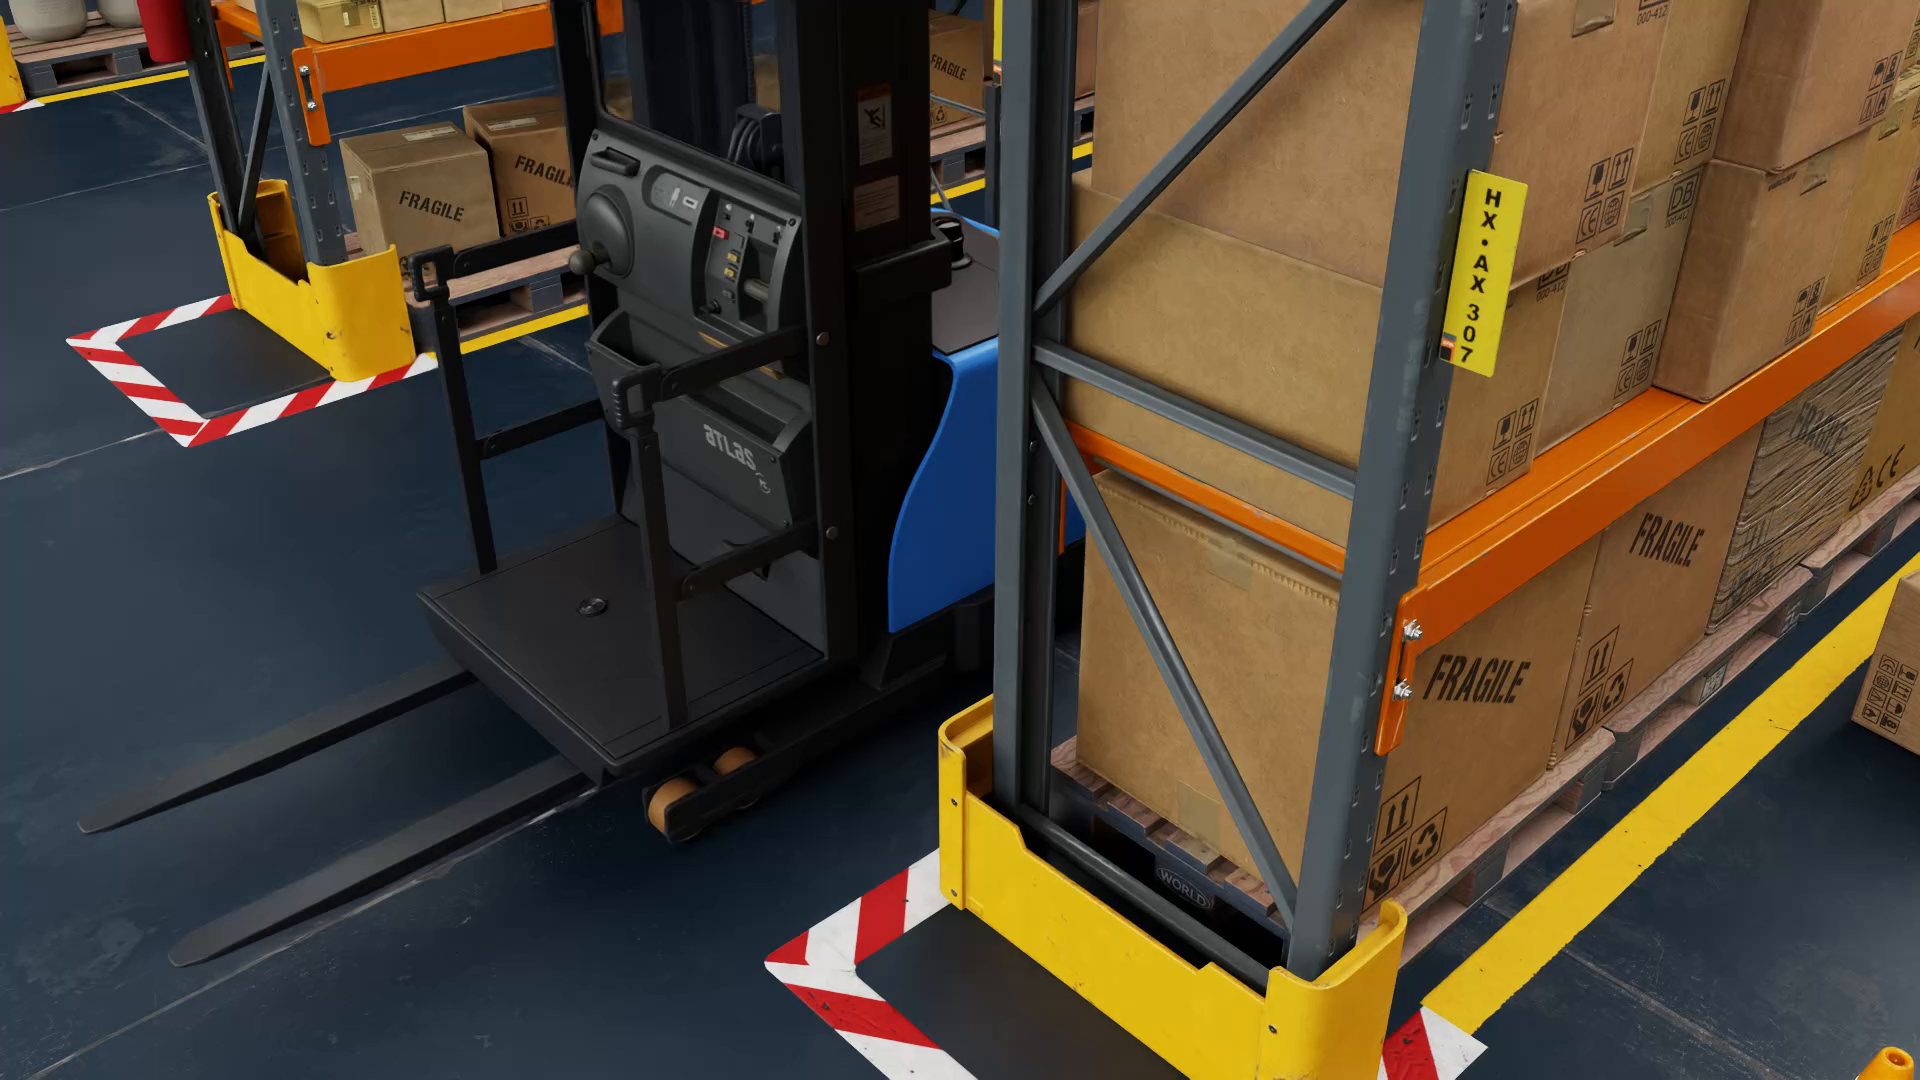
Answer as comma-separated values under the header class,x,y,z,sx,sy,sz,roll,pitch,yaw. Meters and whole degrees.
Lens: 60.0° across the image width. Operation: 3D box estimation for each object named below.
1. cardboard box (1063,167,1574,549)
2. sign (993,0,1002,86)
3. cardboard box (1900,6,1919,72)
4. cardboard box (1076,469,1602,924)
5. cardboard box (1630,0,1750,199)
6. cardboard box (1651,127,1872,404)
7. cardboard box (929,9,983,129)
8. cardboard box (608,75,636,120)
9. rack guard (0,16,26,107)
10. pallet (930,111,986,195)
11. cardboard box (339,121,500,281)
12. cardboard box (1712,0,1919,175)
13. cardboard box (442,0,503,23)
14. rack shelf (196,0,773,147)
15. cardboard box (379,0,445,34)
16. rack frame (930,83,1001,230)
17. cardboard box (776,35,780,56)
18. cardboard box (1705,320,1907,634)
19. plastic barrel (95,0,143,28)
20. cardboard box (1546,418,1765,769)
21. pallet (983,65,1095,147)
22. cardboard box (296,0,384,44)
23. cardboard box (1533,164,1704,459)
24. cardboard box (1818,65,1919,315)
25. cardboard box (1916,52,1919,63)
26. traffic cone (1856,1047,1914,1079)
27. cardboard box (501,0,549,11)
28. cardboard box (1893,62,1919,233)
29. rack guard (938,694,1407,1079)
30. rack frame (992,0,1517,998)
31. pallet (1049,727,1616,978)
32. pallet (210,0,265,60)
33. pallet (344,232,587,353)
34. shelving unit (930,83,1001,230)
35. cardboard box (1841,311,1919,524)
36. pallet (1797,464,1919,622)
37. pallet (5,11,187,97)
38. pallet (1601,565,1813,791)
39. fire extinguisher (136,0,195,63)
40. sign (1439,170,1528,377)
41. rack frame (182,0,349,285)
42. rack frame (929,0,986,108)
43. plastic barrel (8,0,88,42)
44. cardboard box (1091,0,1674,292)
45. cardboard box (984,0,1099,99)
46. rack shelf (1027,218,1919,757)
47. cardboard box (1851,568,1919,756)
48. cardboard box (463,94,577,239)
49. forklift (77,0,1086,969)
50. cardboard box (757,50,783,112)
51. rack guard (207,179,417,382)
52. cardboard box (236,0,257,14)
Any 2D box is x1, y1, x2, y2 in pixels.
class,x,y,z,sx,sy,sz,roll,pitch,yaw
cardboard box,0.703,-0.448,3.463,0.550,0.550,0.875,-26,40,-35
sign,0.103,-1.042,3.242,0.005,0.325,0.100,-26,40,-35
cardboard box,1.904,-1.491,4.134,0.500,0.550,0.875,-26,40,-35
cardboard box,0.914,0.227,4.138,0.875,0.875,0.875,-26,40,-35
cardboard box,1.101,-1.107,3.506,0.550,0.550,0.875,-26,40,-35
cardboard box,1.588,-0.802,4.042,0.550,0.550,0.875,-26,40,-35
cardboard box,-0.224,-2.573,9.076,0.500,0.500,0.500,-27,41,-37
cardboard box,-1.480,-1.936,8.034,0.500,0.500,0.500,-22,38,-31
rack guard,-6.180,-3.041,10.244,0.348,0.500,1.175,-26,40,-35
pallet,-0.372,-2.145,9.056,1.213,0.211,1.003,-26,40,-35
cardboard box,-2.367,-1.496,7.315,0.500,0.500,0.500,-18,36,-27
cardboard box,1.604,-1.253,3.745,0.550,0.550,0.875,-26,40,-35
cardboard box,-2.075,-2.235,6.771,0.250,0.149,0.380,-26,40,-35
rack shelf,-1.370,-2.571,7.768,4.000,0.370,1.077,-26,40,-35
cardboard box,-2.269,-2.152,6.635,0.250,0.149,0.380,-26,40,-35
rack frame,-0.048,-0.871,5.737,0.032,1.500,0.500,-26,40,-35
cardboard box,-0.639,-2.367,8.739,0.500,0.500,0.500,-13,34,-21
cardboard box,2.228,-0.409,5.177,0.875,0.875,0.875,-25,40,-35
plastic barrel,-5.406,-3.621,10.779,0.421,0.512,0.421,0,31,0
cardboard box,1.558,-0.086,4.650,0.875,0.875,0.875,-27,40,-36
pallet,0.667,-2.674,9.920,1.213,0.211,1.003,-26,40,-35
cardboard box,-2.465,-2.071,6.502,0.250,0.149,0.380,-26,40,-35
cardboard box,1.092,-0.651,3.796,0.550,0.550,0.875,-26,40,-35
cardboard box,1.948,-1.006,4.375,0.500,0.550,0.875,-26,40,-35
cardboard box,2.287,-1.682,4.447,0.550,0.550,0.875,-26,40,-35
traffic cone,1.817,1.202,3.340,0.334,0.463,0.336,-26,40,-35
cardboard box,-1.906,-2.332,6.929,0.250,0.149,0.380,-26,40,-35
cardboard box,2.269,-1.232,4.746,0.550,0.550,0.875,-26,40,-35
rack guard,0.444,0.840,3.897,0.348,0.500,1.175,-26,40,-35
rack frame,0.462,-0.235,3.259,0.127,3.000,1.000,-26,40,-35
pallet,0.995,0.641,4.499,1.213,0.211,1.003,-26,40,-35
pallet,-4.687,-3.635,11.492,1.213,0.211,1.003,-26,40,-35
pallet,-2.161,-1.280,7.641,1.213,0.211,1.003,-26,40,-35
shelving unit,0.333,-1.053,6.035,1.083,1.500,0.587,-26,40,-35
cardboard box,2.886,-0.730,5.703,0.875,0.875,0.875,-25,39,-35
pallet,2.784,-0.224,5.914,1.213,0.211,1.003,-26,40,-35
pallet,-5.581,-3.204,10.788,1.213,0.211,1.003,-26,40,-35
pallet,1.889,0.211,5.203,1.213,0.211,1.003,-26,40,-35
fire extinguisher,-3.234,-2.271,6.662,0.183,0.674,0.296,-26,40,-35
sign,0.835,-0.423,2.661,0.005,0.325,0.100,-26,40,-35
rack frame,-2.836,-2.168,6.420,0.127,3.000,1.000,-26,40,-35
rack frame,0.097,-3.587,8.740,0.127,3.000,1.000,-26,40,-35
plastic barrel,-5.773,-3.443,10.488,0.421,0.512,0.421,0,31,0
cardboard box,0.760,-0.876,3.129,0.550,0.550,0.875,-26,40,-35
cardboard box,0.562,-2.918,9.621,0.700,0.500,0.500,26,40,35
rack shelf,1.929,-0.637,4.606,4.000,0.370,1.077,-26,40,-35
cardboard box,2.955,0.355,4.688,0.500,0.500,0.500,-19,36,-28
cardboard box,-1.952,-1.721,7.683,0.500,0.500,0.500,-15,35,-23
forklift,-0.871,-0.756,4.177,3.031,2.935,1.130,-25,40,-35
cardboard box,-1.040,-2.117,8.330,0.500,0.500,0.500,25,39,35
rack guard,-2.781,-1.129,7.116,0.348,0.500,1.175,-26,40,-35
cardboard box,-2.768,-2.241,6.780,0.250,0.149,0.380,-26,40,-35
